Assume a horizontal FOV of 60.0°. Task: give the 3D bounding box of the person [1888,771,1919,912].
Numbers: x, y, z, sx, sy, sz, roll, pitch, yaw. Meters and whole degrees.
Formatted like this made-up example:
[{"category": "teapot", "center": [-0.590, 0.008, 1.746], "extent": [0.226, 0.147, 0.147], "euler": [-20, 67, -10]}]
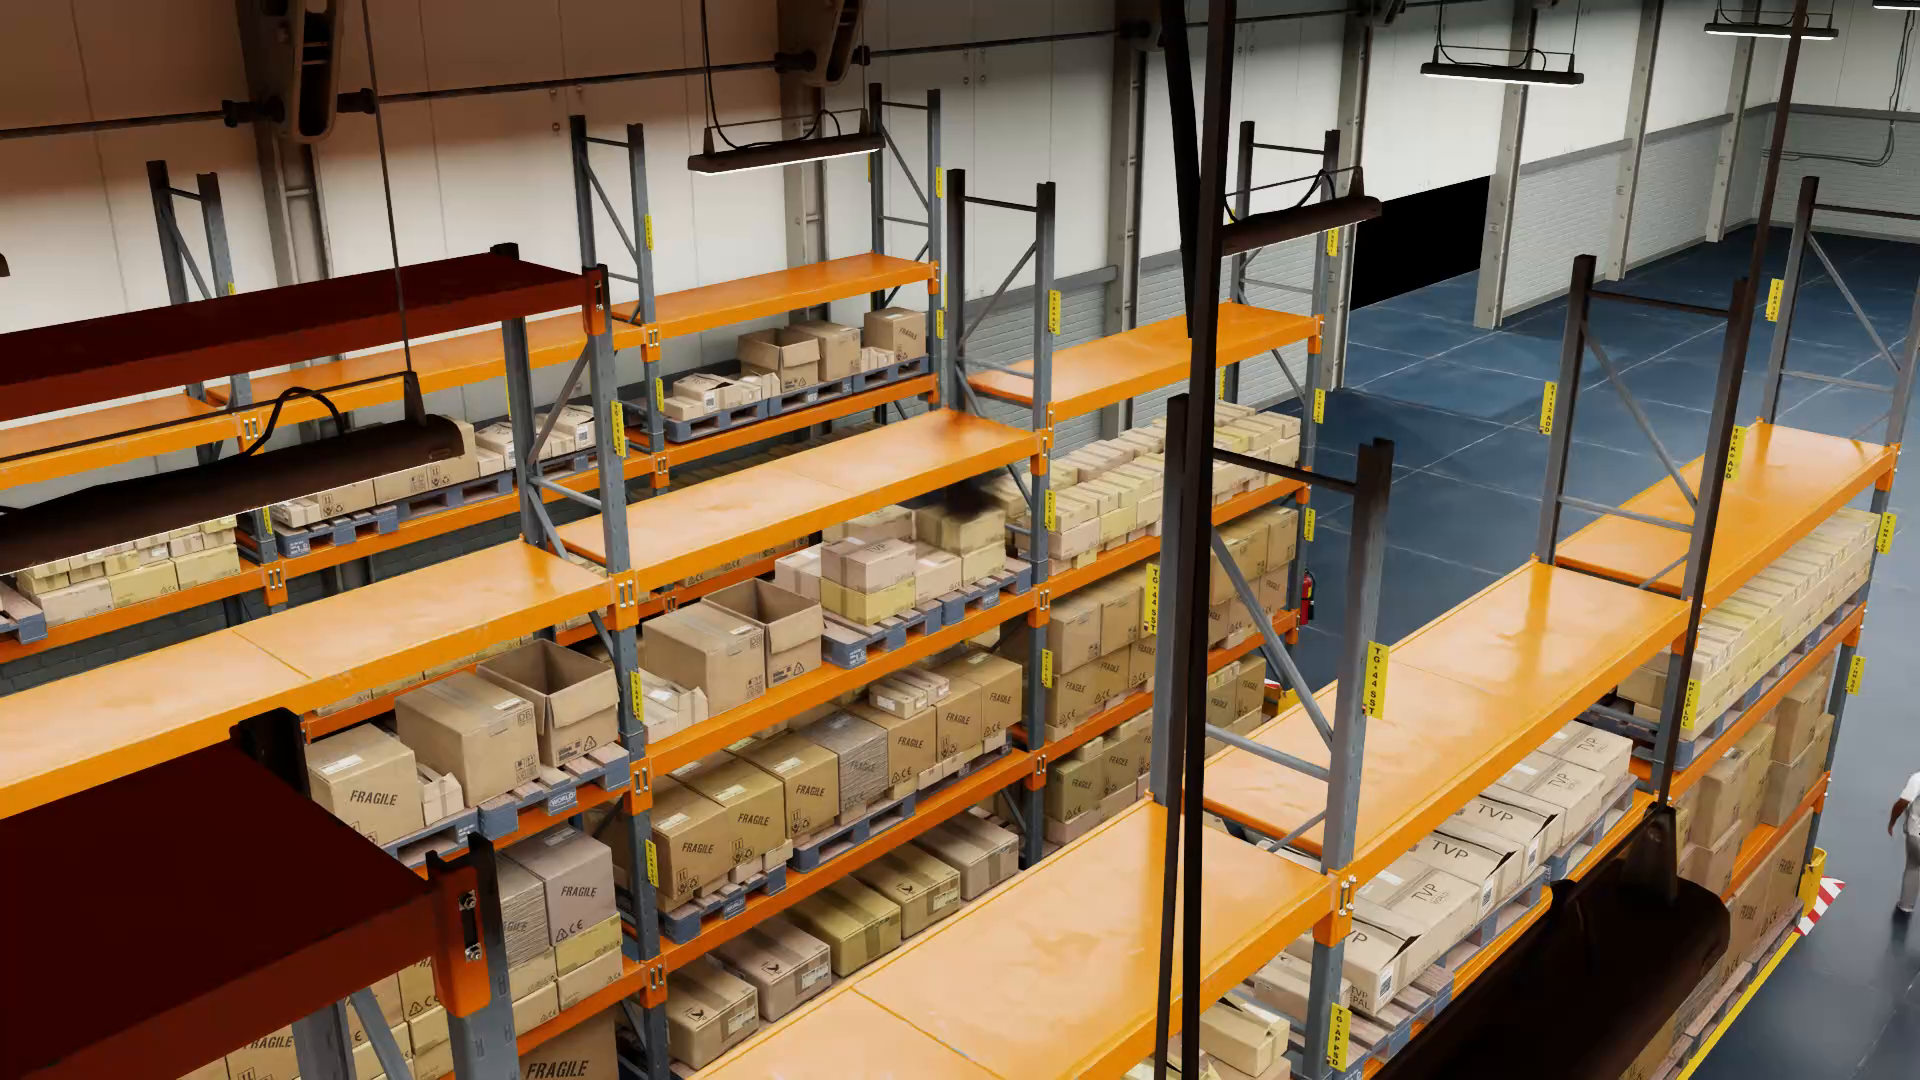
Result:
[{"category": "person", "center": [7.822, 2.410, 13.462], "extent": [0.623, 1.714, 0.848], "euler": [7, 22, 18]}]
